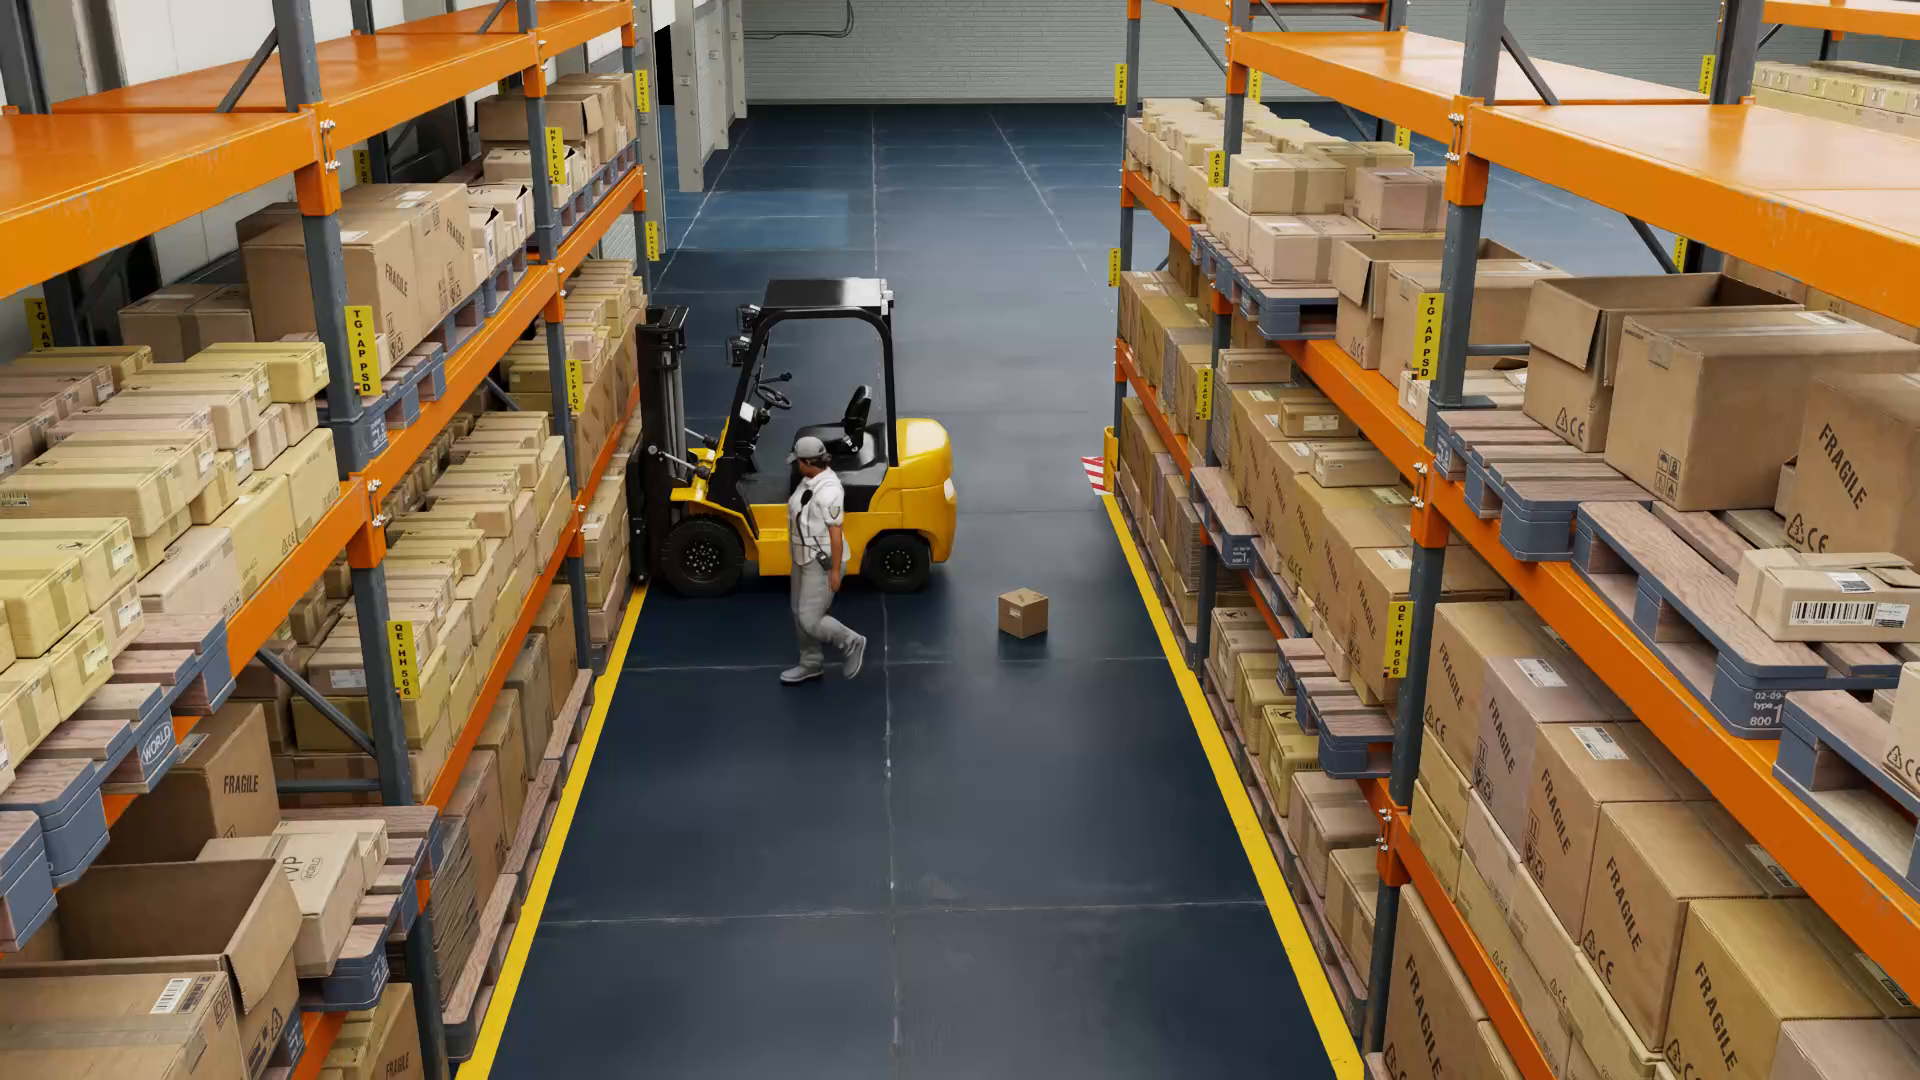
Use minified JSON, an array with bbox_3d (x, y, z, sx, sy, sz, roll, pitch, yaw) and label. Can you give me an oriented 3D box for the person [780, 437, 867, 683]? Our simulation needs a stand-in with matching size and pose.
[{"bbox_3d":[-0.900,0.139,10.658,0.546,1.651,0.503,-9,22,-23],"label":"person"}]
